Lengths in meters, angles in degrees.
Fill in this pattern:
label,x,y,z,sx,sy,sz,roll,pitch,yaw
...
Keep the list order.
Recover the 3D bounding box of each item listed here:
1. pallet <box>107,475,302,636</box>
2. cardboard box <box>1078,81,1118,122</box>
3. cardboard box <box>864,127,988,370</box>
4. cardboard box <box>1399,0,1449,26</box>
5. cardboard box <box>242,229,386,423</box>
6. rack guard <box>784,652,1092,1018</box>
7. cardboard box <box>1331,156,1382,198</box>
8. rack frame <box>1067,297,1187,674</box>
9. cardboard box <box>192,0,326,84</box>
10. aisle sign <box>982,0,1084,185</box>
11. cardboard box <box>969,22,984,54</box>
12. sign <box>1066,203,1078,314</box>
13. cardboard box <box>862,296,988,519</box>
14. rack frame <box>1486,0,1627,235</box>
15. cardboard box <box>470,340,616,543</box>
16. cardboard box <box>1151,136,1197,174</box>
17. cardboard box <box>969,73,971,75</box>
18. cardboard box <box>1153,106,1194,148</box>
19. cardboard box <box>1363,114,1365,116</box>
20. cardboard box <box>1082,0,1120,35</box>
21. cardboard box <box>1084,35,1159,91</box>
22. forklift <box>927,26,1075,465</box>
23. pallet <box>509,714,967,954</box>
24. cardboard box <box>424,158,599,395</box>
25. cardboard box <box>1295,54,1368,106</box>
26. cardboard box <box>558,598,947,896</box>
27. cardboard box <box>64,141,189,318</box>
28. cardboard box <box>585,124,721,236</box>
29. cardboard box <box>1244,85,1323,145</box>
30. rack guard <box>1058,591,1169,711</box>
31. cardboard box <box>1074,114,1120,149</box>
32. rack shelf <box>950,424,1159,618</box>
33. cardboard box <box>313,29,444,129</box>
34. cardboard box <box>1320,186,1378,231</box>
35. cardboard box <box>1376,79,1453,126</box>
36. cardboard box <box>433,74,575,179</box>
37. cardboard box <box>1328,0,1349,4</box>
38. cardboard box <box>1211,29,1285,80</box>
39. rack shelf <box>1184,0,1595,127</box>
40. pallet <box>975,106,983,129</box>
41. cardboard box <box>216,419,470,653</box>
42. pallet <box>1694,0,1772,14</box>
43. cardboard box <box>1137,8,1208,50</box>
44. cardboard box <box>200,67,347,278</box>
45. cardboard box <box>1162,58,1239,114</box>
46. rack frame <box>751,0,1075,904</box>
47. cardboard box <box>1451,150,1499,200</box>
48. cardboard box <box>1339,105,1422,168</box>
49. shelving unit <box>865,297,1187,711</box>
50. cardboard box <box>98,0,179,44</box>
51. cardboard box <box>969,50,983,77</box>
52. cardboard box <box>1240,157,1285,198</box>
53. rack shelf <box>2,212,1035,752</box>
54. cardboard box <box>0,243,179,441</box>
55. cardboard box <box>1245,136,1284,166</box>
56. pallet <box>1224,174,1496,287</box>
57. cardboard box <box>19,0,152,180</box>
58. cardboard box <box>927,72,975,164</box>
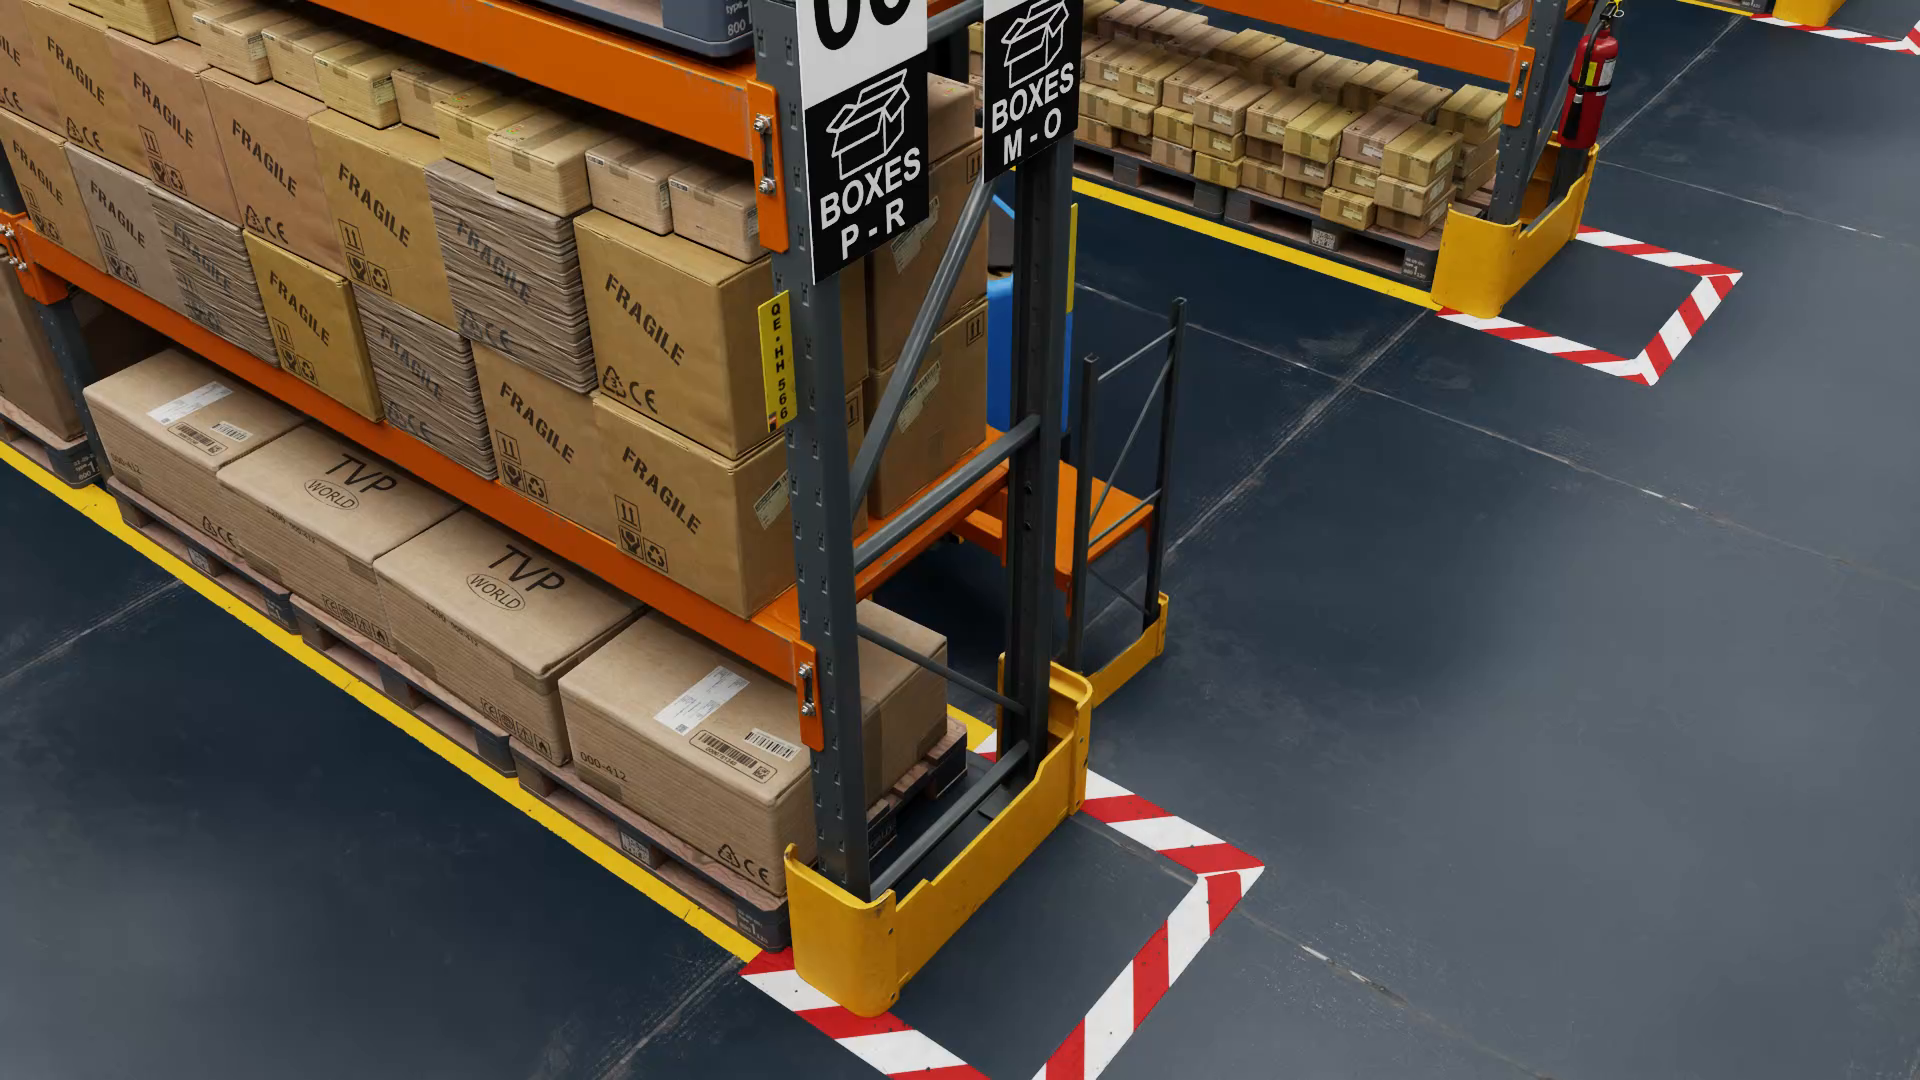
label,x,y,z,sx,sy,sz,roll,pitch,yaw
pallet,-2.681,-0.182,6.811,1.213,0.211,1.003,25,45,29
cardboard box,0.833,-2.465,9.196,0.250,0.149,0.380,25,44,28
cardboard box,-0.268,-0.857,4.519,0.500,0.500,0.500,24,44,28
cardboard box,2.262,-2.563,7.794,0.250,0.149,0.380,25,45,29
cardboard box,-1.826,-0.765,5.213,0.500,0.500,0.500,27,45,30
rack guard,-0.041,0.888,5.210,0.348,0.500,1.175,25,45,29
cardboard box,2.100,-1.909,8.485,0.250,0.149,0.380,24,44,28
rack frame,0.547,-0.064,5.615,0.032,1.500,0.500,29,46,31
cardboard box,-1.946,-1.466,4.771,0.250,0.149,0.380,25,45,29
aisle sign,0.173,-1.243,3.796,0.004,0.787,0.394,25,45,29
cardboard box,0.251,-2.908,9.521,0.250,0.149,0.380,25,44,28
sign,0.282,-0.746,4.504,0.005,0.325,0.100,25,45,29
cardboard box,-0.267,-0.464,4.829,0.500,0.500,0.500,25,44,28
rack frame,2.867,-2.566,7.595,0.127,3.000,1.000,25,45,29
cardboard box,-0.993,-0.391,4.734,0.500,0.500,0.500,24,44,28
cardboard box,1.249,-2.155,9.042,0.250,0.149,0.380,26,45,29
cardboard box,-0.005,-2.714,9.755,0.250,0.149,0.380,27,45,30
cardboard box,1.249,-2.271,8.948,0.250,0.149,0.380,28,46,31
cardboard box,2.176,-2.227,8.892,0.250,0.149,0.380,26,45,29
cardboard box,0.719,-3.034,9.682,0.250,0.149,0.380,27,45,30
cardboard box,0.891,-2.625,9.159,0.250,0.149,0.380,23,44,27
forklift,-0.646,-2.043,6.981,1.130,2.935,3.031,-17,41,-20
pallet,-0.743,0.732,5.644,1.213,0.211,1.003,25,45,29
cardboard box,-1.020,-0.783,4.425,0.500,0.500,0.500,25,45,29
cardboard box,1.996,-2.460,8.948,0.250,0.149,0.380,23,44,27
cardboard box,-0.645,0.541,5.364,0.875,0.438,0.875,24,44,27
cardboard box,-2.626,-1.148,5.702,0.500,0.500,0.500,26,45,29
cardboard box,-0.683,-0.913,4.064,0.250,0.149,0.380,26,45,29
cardboard box,1.678,-2.203,8.620,0.250,0.149,0.380,23,44,27
rack guard,0.547,0.427,6.001,0.087,0.250,0.587,29,46,31
cardboard box,0.839,-2.348,9.287,0.250,0.149,0.380,24,44,27
rack shelf,0.166,-0.130,5.991,1.000,0.185,0.538,29,46,31
cardboard box,-1.513,-1.281,4.534,0.250,0.149,0.380,26,45,30
cardboard box,2.057,-1.751,8.525,0.250,0.149,0.380,27,45,30
cardboard box,2.365,-2.250,8.681,0.250,0.149,0.380,26,45,29
cardboard box,-1.114,-1.083,4.281,0.250,0.149,0.380,26,45,30
cardboard box,1.837,-2.733,8.012,0.250,0.149,0.380,27,45,30
cardboard box,1.600,-2.689,9.241,0.250,0.149,0.380,26,45,29
rack shelf,1.279,-3.032,8.773,4.000,0.370,1.077,25,45,29
pallet,0.245,-2.732,10.069,1.213,0.211,1.003,25,45,29
cardboard box,-2.092,-0.137,6.229,0.875,0.438,0.875,24,44,27
pallet,5.278,-4.120,11.842,1.213,0.211,1.003,25,45,29
cardboard box,1.211,-2.883,9.489,0.250,0.149,0.380,24,44,27
cardboard box,-1.810,-1.159,4.905,0.500,0.500,0.500,25,44,28
cardboard box,1.289,-2.429,8.909,0.250,0.149,0.380,24,44,27
rack frame,-0.060,-0.105,4.451,0.127,3.000,1.000,25,45,29
cardboard box,2.645,-1.962,8.795,0.250,0.149,0.380,26,45,29
cardboard box,2.128,-2.040,8.412,0.250,0.149,0.380,26,45,29
shelving unit,0.173,-0.268,5.875,1.083,1.500,0.587,29,46,31
cardboard box,-2.348,-1.646,5.001,0.250,0.149,0.380,24,44,27
cardboard box,0.254,-2.808,9.633,0.250,0.149,0.380,25,44,28
cardboard box,1.695,-1.978,8.815,0.250,0.149,0.380,26,45,29
rack shelf,-1.648,-0.571,5.629,4.000,0.370,1.077,25,45,29
cardboard box,-3.778,-1.125,7.136,0.875,0.875,0.875,27,45,30
cardboard box,1.710,-2.129,8.767,0.250,0.149,0.380,25,44,28
pallet,2.183,-1.819,8.901,1.213,0.211,1.003,25,45,29
cardboard box,-2.609,-1.547,5.400,0.500,0.500,0.500,25,44,28
cardboard box,-0.174,-1.062,4.254,0.250,0.149,0.380,26,45,29
